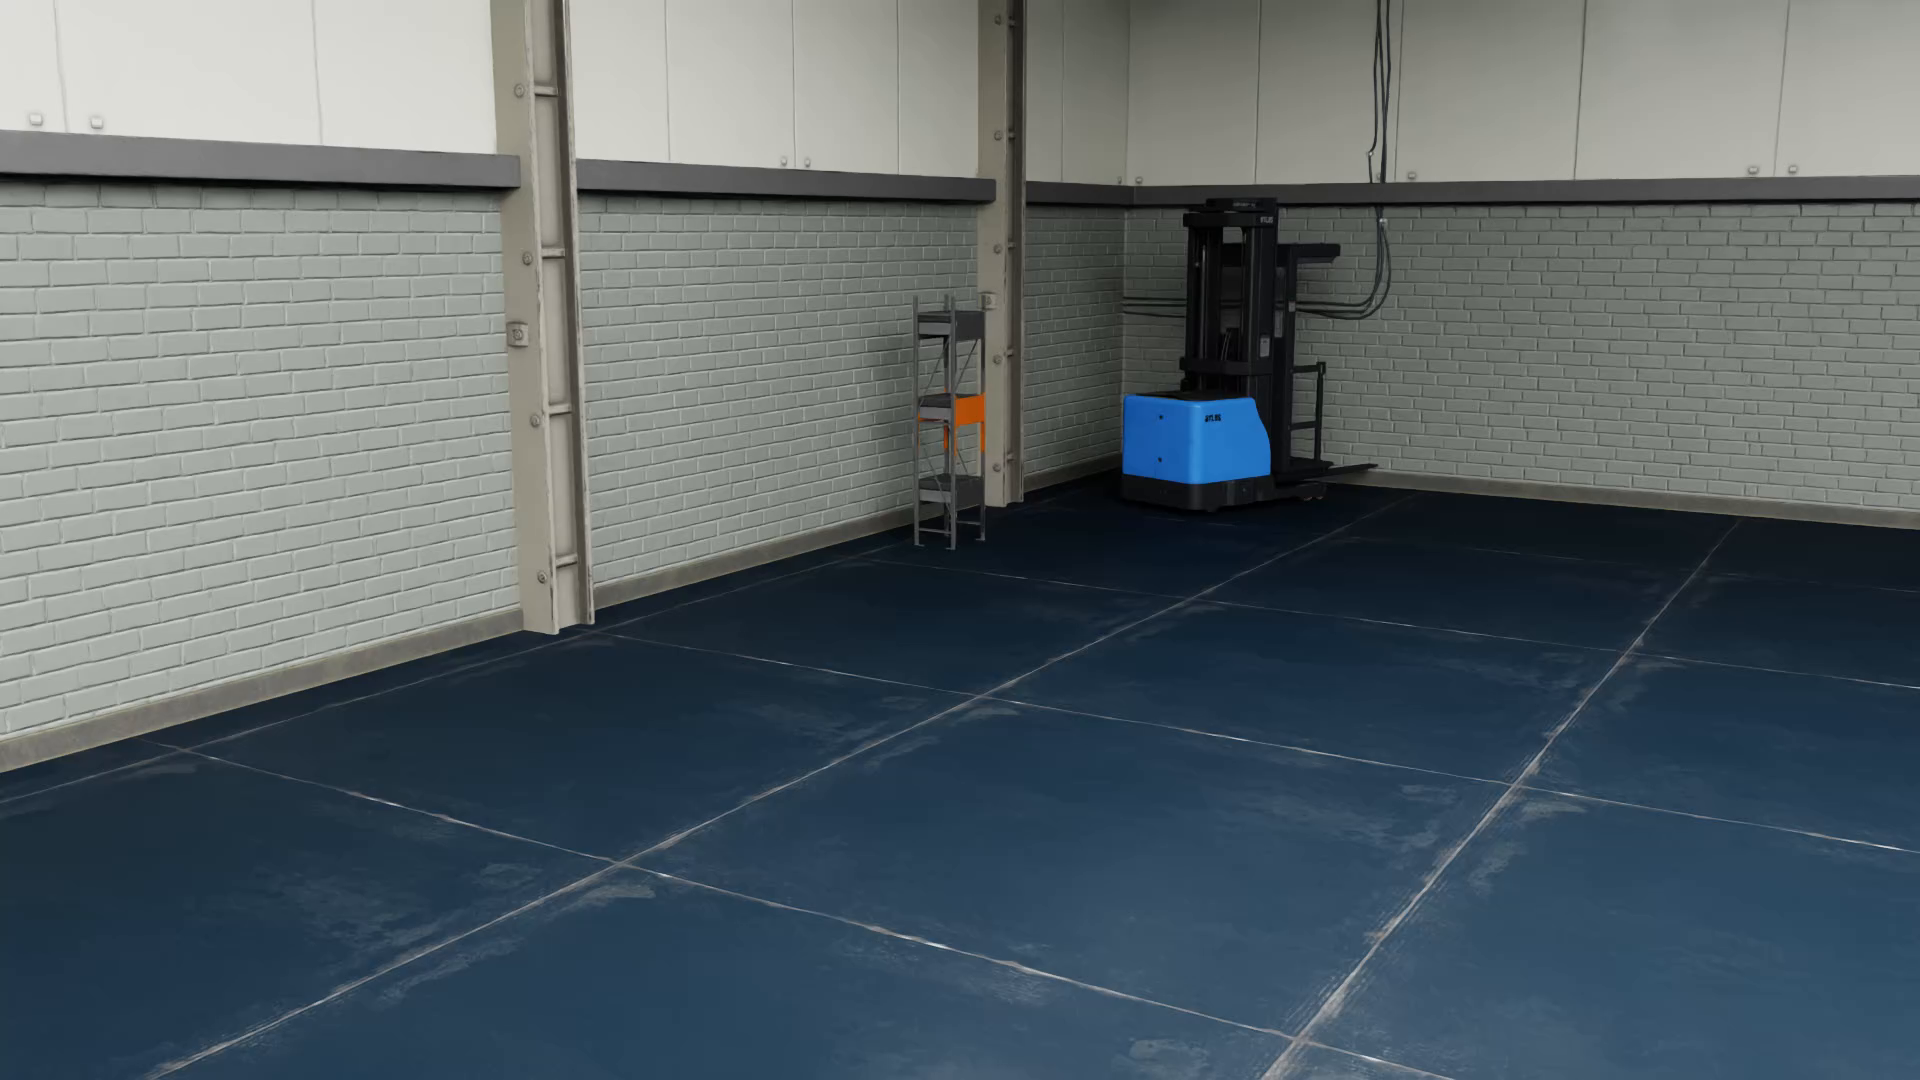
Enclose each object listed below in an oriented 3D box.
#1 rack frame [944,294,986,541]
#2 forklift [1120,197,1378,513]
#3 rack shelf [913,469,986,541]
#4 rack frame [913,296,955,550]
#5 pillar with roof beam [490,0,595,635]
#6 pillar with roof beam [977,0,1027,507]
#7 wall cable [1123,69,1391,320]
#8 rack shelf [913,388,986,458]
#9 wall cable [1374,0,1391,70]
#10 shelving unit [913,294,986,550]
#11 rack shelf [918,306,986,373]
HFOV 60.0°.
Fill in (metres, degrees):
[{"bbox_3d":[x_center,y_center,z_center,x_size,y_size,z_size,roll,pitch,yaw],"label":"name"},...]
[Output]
[{"bbox_3d":[0.041,-1.044,14.241,0.400,2.100,0.015,6,12,31],"label":"rack frame"},{"bbox_3d":[3.024,-1.890,16.501,3.031,2.935,1.130,-8,14,-38],"label":"forklift"},{"bbox_3d":[-0.086,-0.305,14.168,0.431,0.518,0.480,6,12,31],"label":"rack shelf"},{"bbox_3d":[-0.213,-0.968,13.831,0.400,2.100,0.015,6,12,31],"label":"rack frame"},{"bbox_3d":[0.959,-3.430,8.235,9.100,9.000,0.400,6,12,31],"label":"pillar with roof beam"},{"bbox_3d":[4.074,-4.374,13.276,9.100,9.000,0.400,6,12,31],"label":"pillar with roof beam"},{"bbox_3d":[3.054,-3.596,17.558,3.097,2.526,0.112,6,12,31],"label":"wall cable"},{"bbox_3d":[-0.086,-0.993,14.039,0.431,0.518,0.480,6,12,31],"label":"rack shelf"},{"bbox_3d":[5.367,-5.820,15.713,3.097,2.526,0.112,6,12,31],"label":"wall cable"},{"bbox_3d":[-0.086,-1.006,14.036,0.431,2.100,0.503,6,12,31],"label":"shelving unit"},{"bbox_3d":[-0.086,-1.681,13.910,0.431,0.518,0.480,6,12,31],"label":"rack shelf"}]
